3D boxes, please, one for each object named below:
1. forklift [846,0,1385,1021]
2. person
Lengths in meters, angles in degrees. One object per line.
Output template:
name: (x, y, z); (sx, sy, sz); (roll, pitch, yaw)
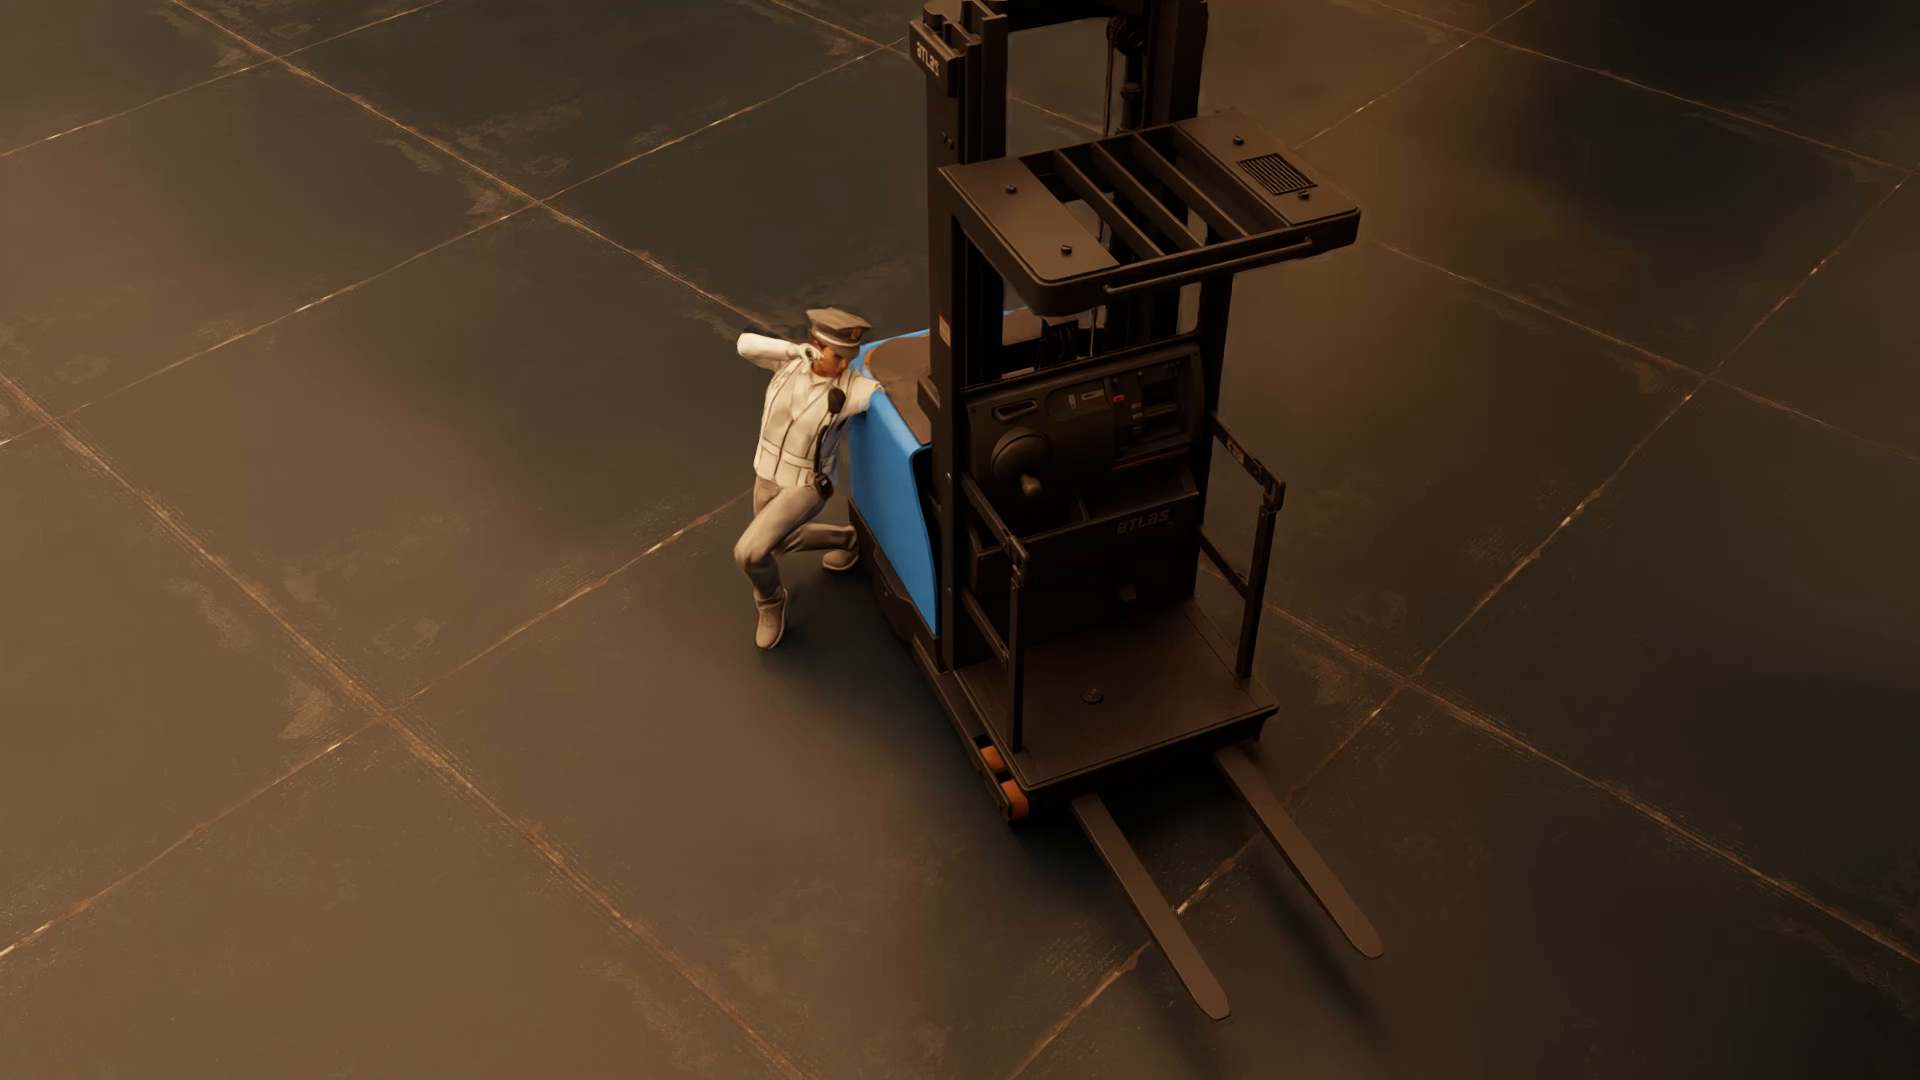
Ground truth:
forklift: (0.548, -0.346, 5.832); (1.130, 2.935, 3.031); (-16, 43, -18)
person: (-0.490, -0.168, 6.810); (0.975, 1.428, 0.848); (28, 48, 29)
